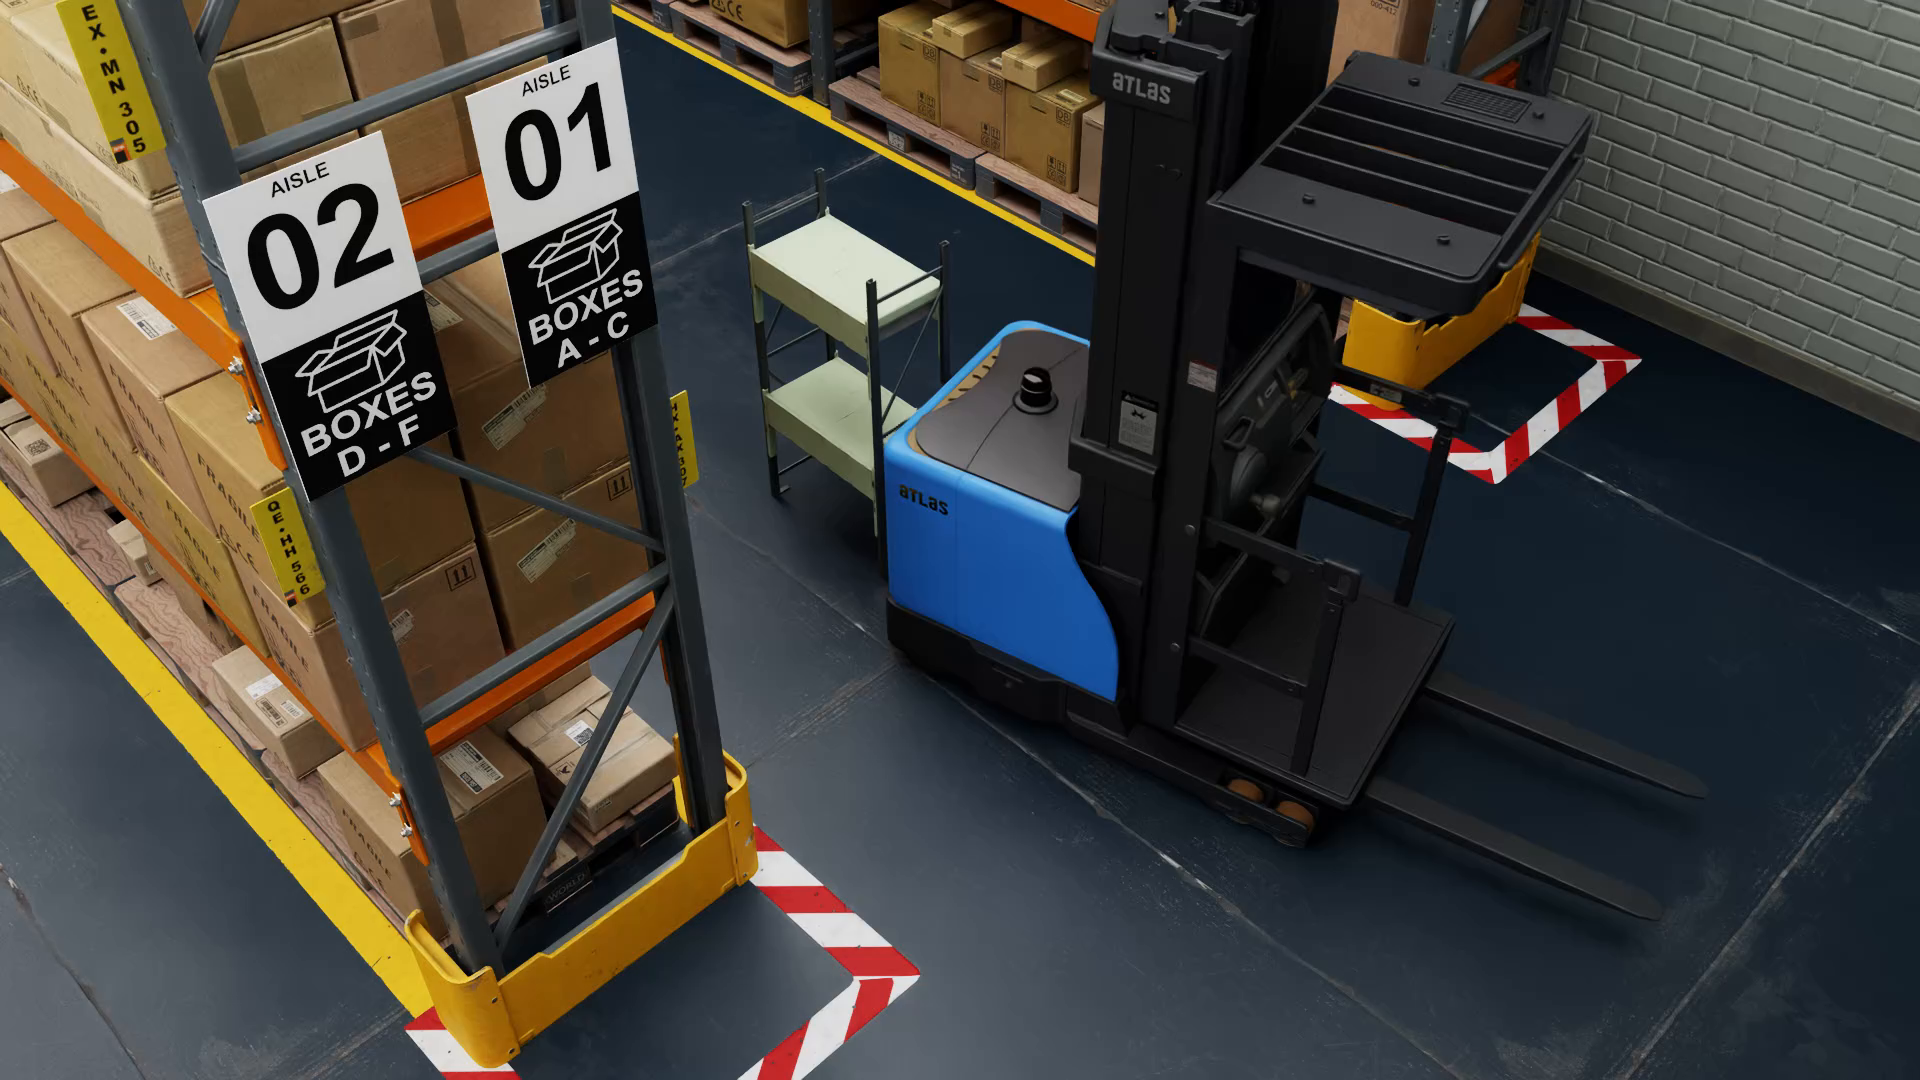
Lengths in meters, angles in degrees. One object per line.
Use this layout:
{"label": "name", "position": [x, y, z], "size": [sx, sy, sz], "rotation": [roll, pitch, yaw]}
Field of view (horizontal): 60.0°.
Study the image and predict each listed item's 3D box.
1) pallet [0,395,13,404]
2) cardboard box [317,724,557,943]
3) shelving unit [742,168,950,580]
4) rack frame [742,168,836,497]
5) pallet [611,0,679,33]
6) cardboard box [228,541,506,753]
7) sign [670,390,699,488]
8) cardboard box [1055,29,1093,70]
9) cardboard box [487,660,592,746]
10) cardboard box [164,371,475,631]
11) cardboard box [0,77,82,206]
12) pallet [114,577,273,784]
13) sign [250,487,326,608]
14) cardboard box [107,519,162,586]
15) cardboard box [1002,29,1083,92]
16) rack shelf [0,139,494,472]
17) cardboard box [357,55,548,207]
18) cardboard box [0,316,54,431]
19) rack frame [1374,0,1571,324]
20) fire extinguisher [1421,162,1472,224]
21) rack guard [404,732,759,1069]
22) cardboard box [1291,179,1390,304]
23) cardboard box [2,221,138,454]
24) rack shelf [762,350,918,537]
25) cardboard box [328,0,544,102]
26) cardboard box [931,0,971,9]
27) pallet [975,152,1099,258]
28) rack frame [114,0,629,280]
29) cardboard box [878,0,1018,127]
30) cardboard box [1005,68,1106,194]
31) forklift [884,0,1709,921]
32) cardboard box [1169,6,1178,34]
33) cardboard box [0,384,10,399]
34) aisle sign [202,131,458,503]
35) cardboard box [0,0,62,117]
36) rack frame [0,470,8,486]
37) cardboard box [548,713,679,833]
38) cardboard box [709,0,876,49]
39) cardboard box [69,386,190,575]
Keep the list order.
{"label": "pallet", "position": [-4.604, -0.965, 8.139], "size": [1.003, 0.211, 1.213], "rotation": [-34, 53, -31]}
{"label": "cardboard box", "position": [-1.737, 0.919, 5.563], "size": [0.500, 0.500, 0.500], "rotation": [-34, 53, -31]}
{"label": "shelving unit", "position": [-0.443, -0.660, 6.859], "size": [0.431, 1.500, 0.755], "rotation": [-33, 52, -30]}
{"label": "rack frame", "position": [-0.694, -0.841, 7.055], "size": [0.400, 1.500, 0.023], "rotation": [-33, 52, -30]}
{"label": "pallet", "position": [-1.963, -3.889, 11.303], "size": [1.003, 0.211, 1.213], "rotation": [-34, 53, -31]}
{"label": "cardboard box", "position": [-1.687, 0.184, 4.767], "size": [0.500, 0.500, 0.500], "rotation": [-32, 52, -30]}
{"label": "sign", "position": [-0.794, -0.272, 4.697], "size": [0.100, 0.325, 0.005], "rotation": [-34, 53, -31]}
{"label": "cardboard box", "position": [0.733, -2.723, 9.041], "size": [0.380, 0.149, 0.250], "rotation": [-34, 52, -31]}
{"label": "cardboard box", "position": [-1.715, 0.516, 6.183], "size": [0.500, 0.250, 0.500], "rotation": [-34, 53, -31]}
{"label": "cardboard box", "position": [-1.688, -0.180, 4.425], "size": [0.500, 0.500, 0.500], "rotation": [34, 52, 31]}
{"label": "cardboard box", "position": [-2.073, -1.107, 4.138], "size": [0.500, 0.250, 0.500], "rotation": [-34, 53, -31]}
{"label": "pallet", "position": [-2.653, 0.325, 6.743], "size": [1.003, 0.211, 1.213], "rotation": [-34, 53, -31]}
{"label": "sign", "position": [-1.586, 0.021, 3.931], "size": [0.100, 0.325, 0.005], "rotation": [-34, 53, -31]}
{"label": "cardboard box", "position": [-3.242, -0.021, 6.826], "size": [0.380, 0.166, 0.250], "rotation": [-34, 53, -31]}
{"label": "cardboard box", "position": [0.438, -2.556, 8.860], "size": [0.250, 0.149, 0.380], "rotation": [33, 52, 30]}
{"label": "rack shelf", "position": [-2.591, -1.493, 4.975], "size": [1.077, 0.370, 4.000], "rotation": [-34, 53, -31]}
{"label": "cardboard box", "position": [-1.361, -1.110, 4.141], "size": [0.500, 0.250, 0.500], "rotation": [-34, 53, -31]}
{"label": "cardboard box", "position": [-3.121, -0.792, 5.823], "size": [0.500, 0.500, 0.500], "rotation": [34, 52, 31]}
{"label": "rack frame", "position": [2.326, -2.070, 7.280], "size": [1.000, 3.000, 0.127], "rotation": [-34, 53, -31]}
{"label": "fire extinguisher", "position": [2.106, -1.611, 7.115], "size": [0.296, 0.674, 0.183], "rotation": [-34, 53, -31]}
{"label": "rack guard", "position": [-1.232, 1.187, 5.597], "size": [1.175, 0.500, 0.348], "rotation": [-34, 53, -31]}
{"label": "cardboard box", "position": [1.761, -1.595, 8.298], "size": [0.700, 0.500, 0.500], "rotation": [-34, 53, -31]}
{"label": "cardboard box", "position": [-2.414, -0.670, 4.954], "size": [0.500, 0.500, 0.500], "rotation": [-33, 52, -30]}
{"label": "rack shelf", "position": [-0.443, -0.421, 7.080], "size": [0.431, 0.370, 0.720], "rotation": [-33, 52, -30]}
{"label": "cardboard box", "position": [-1.357, -1.296, 3.974], "size": [0.500, 0.250, 0.500], "rotation": [-34, 53, -31]}
{"label": "cardboard box", "position": [-0.005, -3.223, 9.582], "size": [0.250, 0.149, 0.380], "rotation": [34, 52, 31]}
{"label": "pallet", "position": [0.849, -1.979, 9.236], "size": [1.003, 0.211, 1.213], "rotation": [-34, 53, -31]}
{"label": "rack frame", "position": [-1.178, -1.898, 2.673], "size": [1.000, 3.000, 0.127], "rotation": [-34, 53, -31]}
{"label": "cardboard box", "position": [-0.043, -2.820, 9.624], "size": [0.700, 0.500, 0.500], "rotation": [-33, 52, -31]}
{"label": "cardboard box", "position": [0.670, -2.329, 9.093], "size": [0.700, 0.500, 0.500], "rotation": [-33, 52, -30]}
{"label": "forklift", "position": [1.227, -0.379, 5.501], "size": [3.031, 2.935, 1.130], "rotation": [23, 47, 23]}
{"label": "cardboard box", "position": [1.437, -2.765, 7.811], "size": [0.700, 0.700, 0.980], "rotation": [34, 52, 31]}
{"label": "cardboard box", "position": [-4.555, -0.960, 7.596], "size": [0.500, 0.500, 0.500], "rotation": [34, 52, 31]}
{"label": "aisle sign", "position": [-1.347, -0.470, 3.632], "size": [0.394, 0.787, 0.004], "rotation": [-34, 53, -31]}
{"label": "cardboard box", "position": [-2.075, -1.289, 3.967], "size": [0.500, 0.250, 0.500], "rotation": [-34, 53, -31]}
{"label": "rack frame", "position": [-4.003, -1.616, 6.789], "size": [1.000, 3.000, 0.127], "rotation": [-34, 53, -31]}
{"label": "cardboard box", "position": [-1.231, 0.825, 5.923], "size": [0.380, 0.149, 0.250], "rotation": [-34, 53, -31]}
{"label": "cardboard box", "position": [-1.050, -3.607, 10.218], "size": [0.750, 0.750, 0.750], "rotation": [-33, 52, -31]}
{"label": "cardboard box", "position": [-2.405, -0.306, 5.297], "size": [0.500, 0.500, 0.500], "rotation": [-34, 52, -31]}
